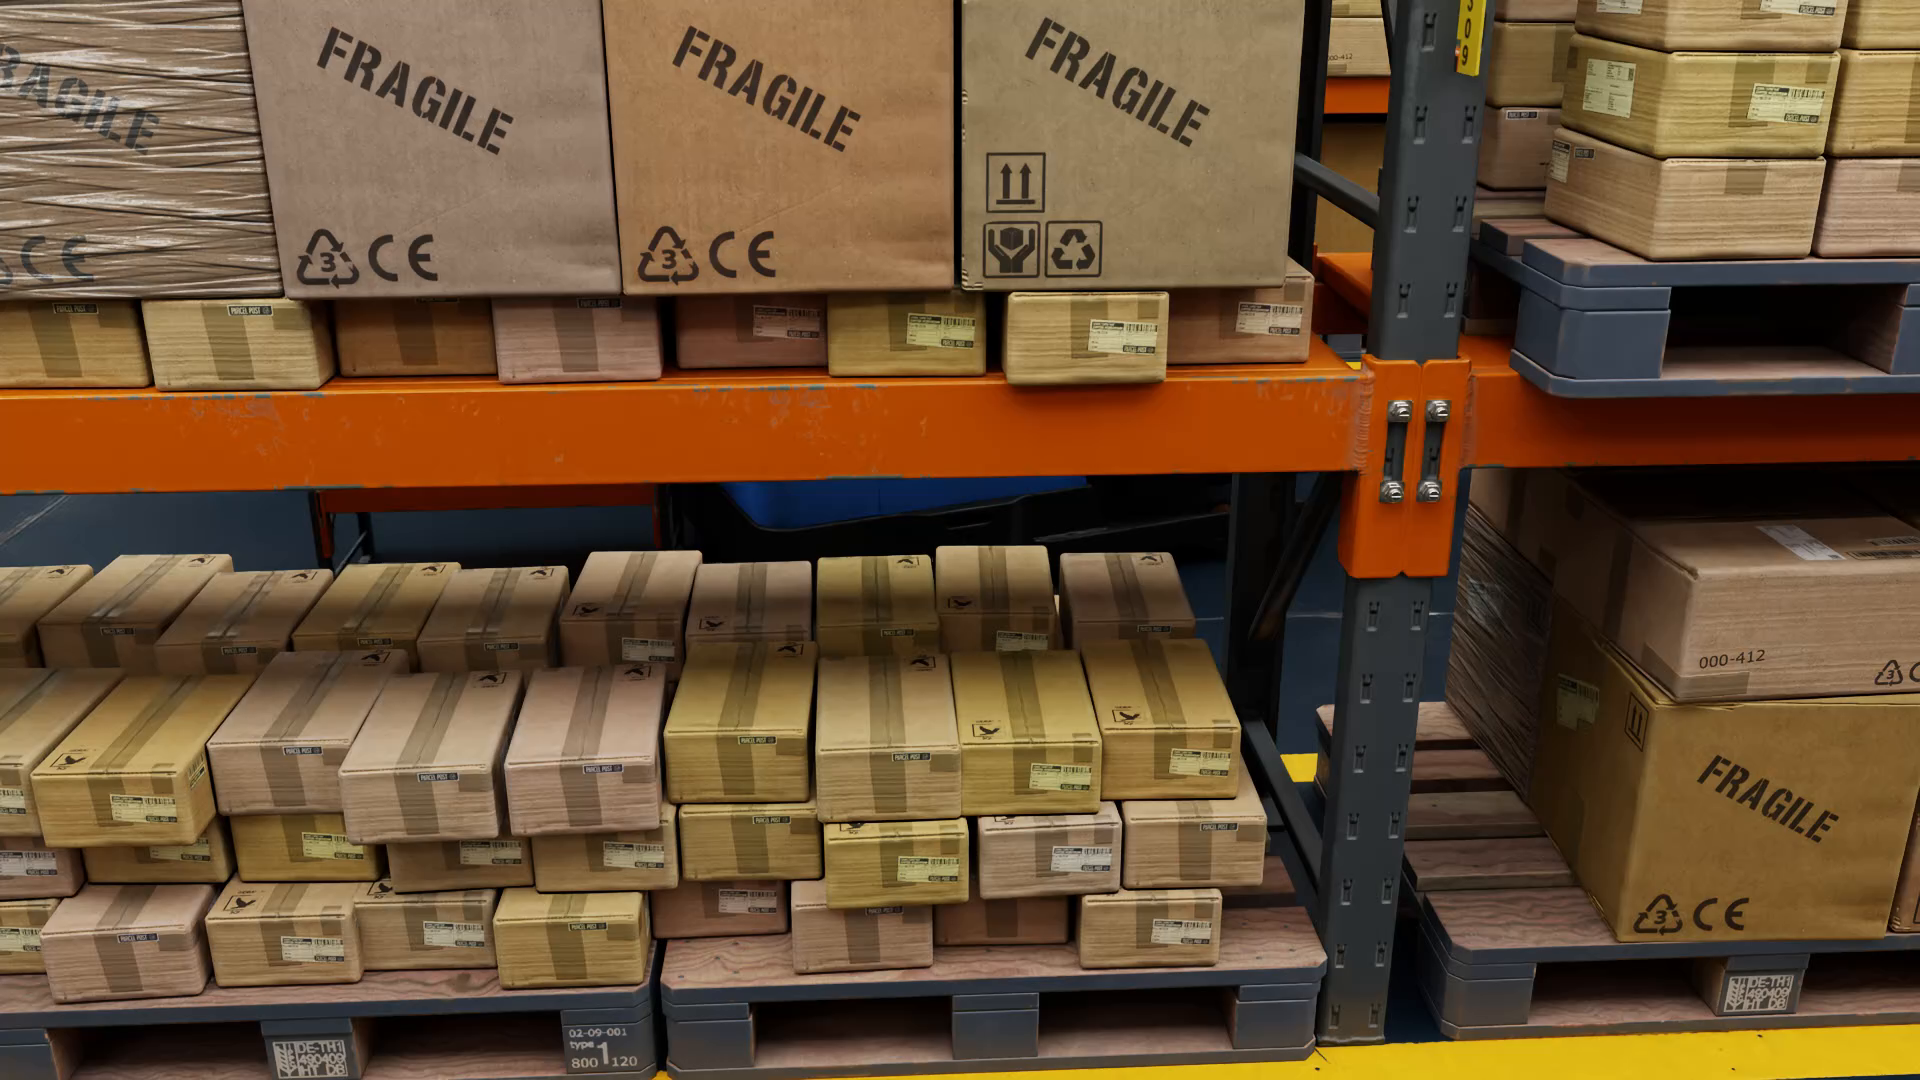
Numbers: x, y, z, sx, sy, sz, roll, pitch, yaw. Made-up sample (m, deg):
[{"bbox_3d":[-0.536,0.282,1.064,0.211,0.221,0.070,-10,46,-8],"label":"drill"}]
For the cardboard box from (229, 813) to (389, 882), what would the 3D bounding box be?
[{"bbox_3d":[-1.173,0.481,3.141,0.250,0.149,0.380,0,21,-1],"label":"cardboard box"}]

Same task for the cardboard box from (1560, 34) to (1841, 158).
[{"bbox_3d":[1.126,-0.691,2.565,0.250,0.149,0.380,-1,21,-2],"label":"cardboard box"}]

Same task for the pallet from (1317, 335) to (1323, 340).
[{"bbox_3d":[1.089,-1.124,8.277,1.213,0.211,1.003,-1,21,-3],"label":"pallet"}]

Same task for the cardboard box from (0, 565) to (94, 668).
[{"bbox_3d":[-2.006,0.192,3.481,0.250,0.149,0.380,-2,21,-5],"label":"cardboard box"}]

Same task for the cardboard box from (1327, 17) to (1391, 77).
[{"bbox_3d":[1.806,-2.246,7.514,0.500,0.250,0.500,-1,21,-3],"label":"cardboard box"}]

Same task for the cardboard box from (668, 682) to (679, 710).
[{"bbox_3d":[-0.708,0.319,3.566,0.250,0.149,0.380,0,21,-1],"label":"cardboard box"}]

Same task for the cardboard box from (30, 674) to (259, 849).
[{"bbox_3d":[-1.432,0.387,2.969,0.250,0.149,0.380,-1,21,-2],"label":"cardboard box"}]

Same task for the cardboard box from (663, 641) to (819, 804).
[{"bbox_3d":[-0.399,0.334,3.109,0.250,0.149,0.380,0,21,-1],"label":"cardboard box"}]

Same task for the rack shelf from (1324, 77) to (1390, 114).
[{"bbox_3d":[2.319,-2.089,7.904,4.000,0.370,1.077,-1,21,-3],"label":"rack shelf"}]

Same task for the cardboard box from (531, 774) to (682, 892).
[{"bbox_3d":[-0.635,0.492,3.111,0.250,0.149,0.380,-1,21,-2],"label":"cardboard box"}]

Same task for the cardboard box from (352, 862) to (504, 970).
[{"bbox_3d":[-0.963,0.639,3.143,0.250,0.149,0.380,-1,21,-2],"label":"cardboard box"}]

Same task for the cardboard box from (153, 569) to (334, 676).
[{"bbox_3d":[-1.471,0.201,3.457,0.250,0.149,0.380,-2,21,-5],"label":"cardboard box"}]

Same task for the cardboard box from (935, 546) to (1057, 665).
[{"bbox_3d":[0.072,0.148,3.598,0.250,0.149,0.380,0,21,0],"label":"cardboard box"}]

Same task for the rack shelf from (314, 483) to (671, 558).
[{"bbox_3d":[-1.425,-0.181,5.202,1.000,0.278,0.538,-2,21,-4],"label":"rack shelf"}]

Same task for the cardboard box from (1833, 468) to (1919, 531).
[{"bbox_3d":[1.991,0.060,3.116,0.500,0.250,0.500,-1,21,-2],"label":"cardboard box"}]

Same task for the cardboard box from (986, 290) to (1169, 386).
[{"bbox_3d":[0.183,-0.378,2.751,0.250,0.149,0.380,-2,21,-4],"label":"cardboard box"}]

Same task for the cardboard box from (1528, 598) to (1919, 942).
[{"bbox_3d":[1.459,0.423,3.218,0.500,0.500,0.500,0,21,-1],"label":"cardboard box"}]

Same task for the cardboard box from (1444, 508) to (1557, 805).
[{"bbox_3d":[1.431,0.239,3.700,0.500,0.500,0.500,-2,21,-4],"label":"cardboard box"}]

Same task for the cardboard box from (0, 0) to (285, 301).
[{"bbox_3d":[-1.292,-0.682,2.637,0.500,0.500,0.500,-2,21,-4],"label":"cardboard box"}]

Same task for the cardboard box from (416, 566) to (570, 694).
[{"bbox_3d":[-0.963,0.195,3.474,0.250,0.149,0.380,-2,21,-5],"label":"cardboard box"}]

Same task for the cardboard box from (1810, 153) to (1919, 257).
[{"bbox_3d":[1.402,-0.560,2.638,0.250,0.149,0.380,-1,21,-2],"label":"cardboard box"}]

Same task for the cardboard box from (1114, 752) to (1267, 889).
[{"bbox_3d":[0.410,0.488,3.122,0.250,0.149,0.380,-1,21,-2],"label":"cardboard box"}]

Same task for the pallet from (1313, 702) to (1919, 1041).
[{"bbox_3d":[1.483,0.658,3.595,1.213,0.211,1.003,-1,21,-3],"label":"pallet"}]

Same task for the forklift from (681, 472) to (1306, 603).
[{"bbox_3d":[0.602,-1.482,5.394,3.031,2.935,1.130,-9,23,-22],"label":"forklift"}]

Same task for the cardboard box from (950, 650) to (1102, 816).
[{"bbox_3d":[0.113,0.349,3.070,0.250,0.149,0.380,-1,21,-2],"label":"cardboard box"}]

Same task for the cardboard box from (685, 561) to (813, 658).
[{"bbox_3d":[-0.437,0.184,3.503,0.250,0.149,0.380,-2,21,-4],"label":"cardboard box"}]

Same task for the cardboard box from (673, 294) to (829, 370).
[{"bbox_3d":[-0.348,-0.413,2.843,0.250,0.149,0.380,-2,21,-5],"label":"cardboard box"}]

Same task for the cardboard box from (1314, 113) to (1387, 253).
[{"bbox_3d":[1.839,-1.650,8.135,0.875,0.875,0.875,-1,21,-1],"label":"cardboard box"}]

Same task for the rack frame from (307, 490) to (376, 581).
[{"bbox_3d":[-1.932,-0.395,5.077,0.032,1.125,0.500,-2,21,-4],"label":"rack frame"}]

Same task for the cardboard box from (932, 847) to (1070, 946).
[{"bbox_3d":[0.070,0.612,3.214,0.250,0.149,0.380,-1,21,-2],"label":"cardboard box"}]

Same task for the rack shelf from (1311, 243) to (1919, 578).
[{"bbox_3d":[2.703,-0.333,3.290,4.000,0.370,1.077,-1,21,-3],"label":"rack shelf"}]

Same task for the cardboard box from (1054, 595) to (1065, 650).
[{"bbox_3d":[0.326,0.262,3.715,0.250,0.149,0.380,0,21,-1],"label":"cardboard box"}]

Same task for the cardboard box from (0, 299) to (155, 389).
[{"bbox_3d":[-1.391,-0.370,2.729,0.250,0.149,0.380,0,21,-1],"label":"cardboard box"}]

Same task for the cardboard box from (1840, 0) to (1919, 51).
[{"bbox_3d":[1.404,-0.838,2.532,0.250,0.149,0.380,-1,21,-2],"label":"cardboard box"}]

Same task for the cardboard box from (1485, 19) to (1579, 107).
[{"bbox_3d":[1.092,-0.924,3.178,0.250,0.149,0.380,-1,21,-1],"label":"cardboard box"}]

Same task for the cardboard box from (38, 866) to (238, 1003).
[{"bbox_3d":[-1.477,0.671,3.060,0.250,0.149,0.380,-2,21,-6],"label":"cardboard box"}]

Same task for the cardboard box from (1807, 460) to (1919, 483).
[{"bbox_3d":[1.949,-0.118,3.583,0.500,0.250,0.500,0,21,0],"label":"cardboard box"}]

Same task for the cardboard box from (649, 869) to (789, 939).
[{"bbox_3d":[-0.460,0.603,3.239,0.250,0.149,0.380,-2,21,-4],"label":"cardboard box"}]

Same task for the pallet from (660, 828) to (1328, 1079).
[{"bbox_3d":[0.038,0.701,3.483,1.213,0.211,1.003,-1,21,-3],"label":"pallet"}]

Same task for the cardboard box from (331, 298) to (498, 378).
[{"bbox_3d":[-0.872,-0.395,2.796,0.250,0.149,0.380,-1,21,-4],"label":"cardboard box"}]

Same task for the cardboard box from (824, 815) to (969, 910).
[{"bbox_3d":[-0.126,0.510,3.065,0.250,0.149,0.380,-2,21,-5],"label":"cardboard box"}]

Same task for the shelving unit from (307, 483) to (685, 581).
[{"bbox_3d":[-1.425,-0.409,5.115,1.048,1.125,0.538,-2,21,-4],"label":"shelving unit"}]

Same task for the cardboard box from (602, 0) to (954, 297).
[{"bbox_3d":[-0.279,-0.694,2.669,0.500,0.500,0.500,-2,21,-5],"label":"cardboard box"}]

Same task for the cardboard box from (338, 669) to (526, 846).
[{"bbox_3d":[-0.932,0.382,2.982,0.250,0.149,0.380,-2,21,-5],"label":"cardboard box"}]

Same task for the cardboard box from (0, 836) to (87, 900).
[{"bbox_3d":[-1.712,0.503,3.083,0.250,0.149,0.380,-2,21,-6],"label":"cardboard box"}]
